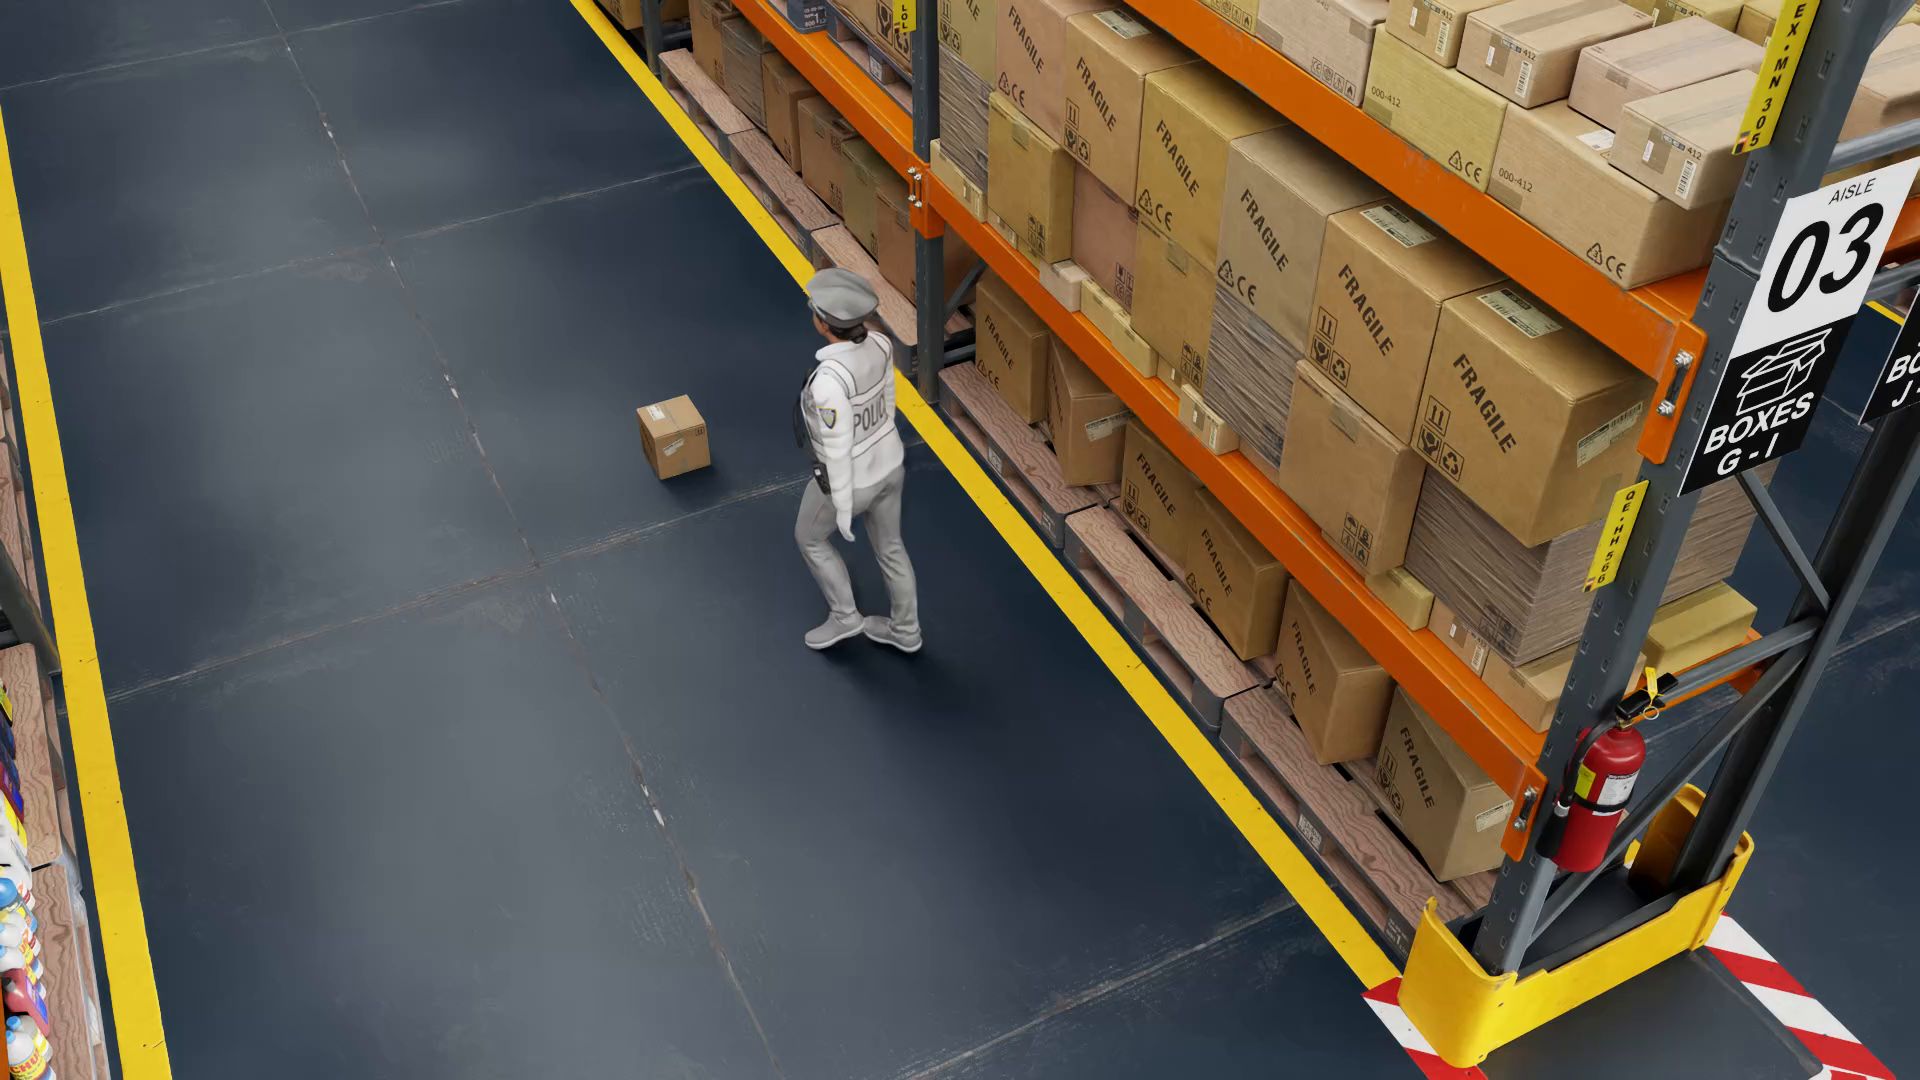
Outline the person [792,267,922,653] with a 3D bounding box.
[{"bbox_3d":[-0.369,-0.247,6.419,0.511,1.687,0.510,26,47,26],"label":"person"}]
